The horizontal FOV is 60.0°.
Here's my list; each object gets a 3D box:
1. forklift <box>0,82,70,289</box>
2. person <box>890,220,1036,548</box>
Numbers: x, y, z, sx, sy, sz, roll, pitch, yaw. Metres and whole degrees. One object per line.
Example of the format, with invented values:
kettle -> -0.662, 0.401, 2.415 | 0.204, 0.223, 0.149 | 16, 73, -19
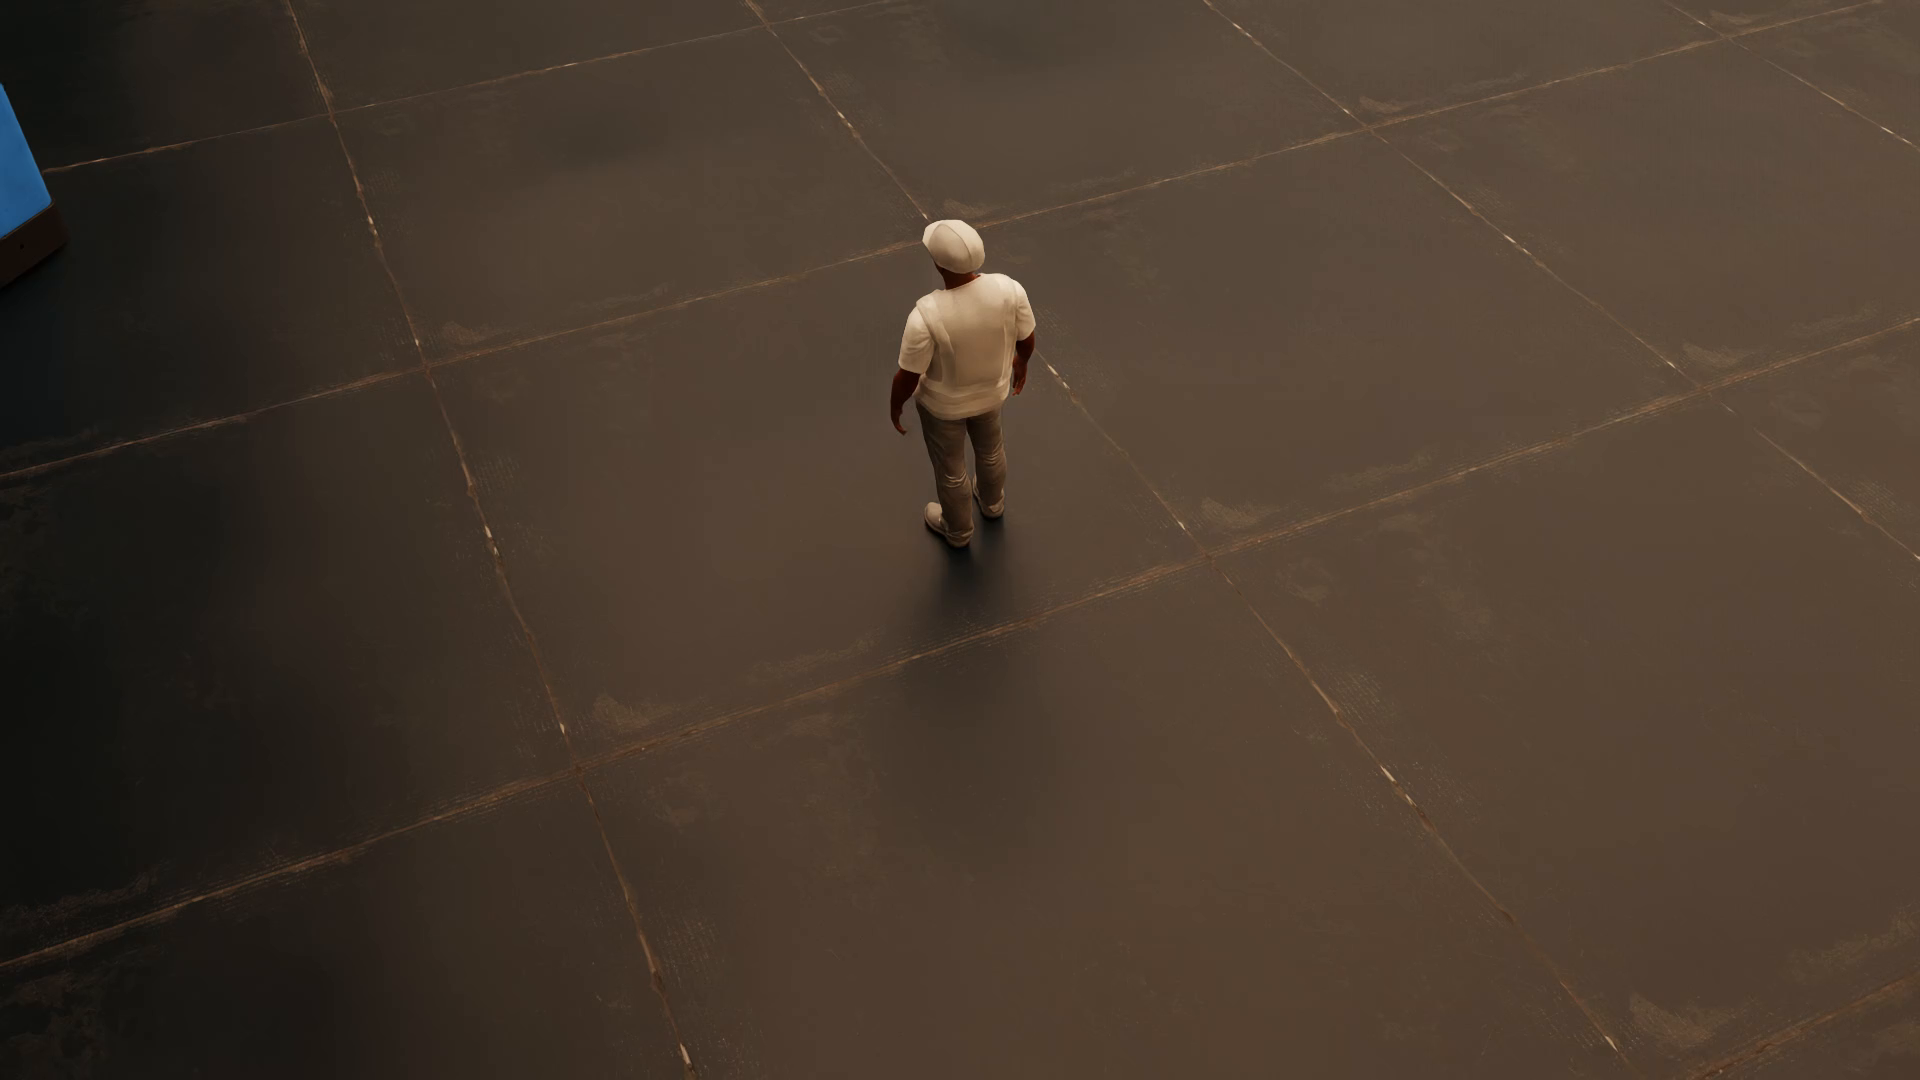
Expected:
forklift -> -6.702, -2.828, 8.710 | 3.031, 2.935, 1.130 | 15, 45, 15
person -> -0.023, -0.696, 7.269 | 0.665, 1.765, 0.577 | -18, 46, -18
